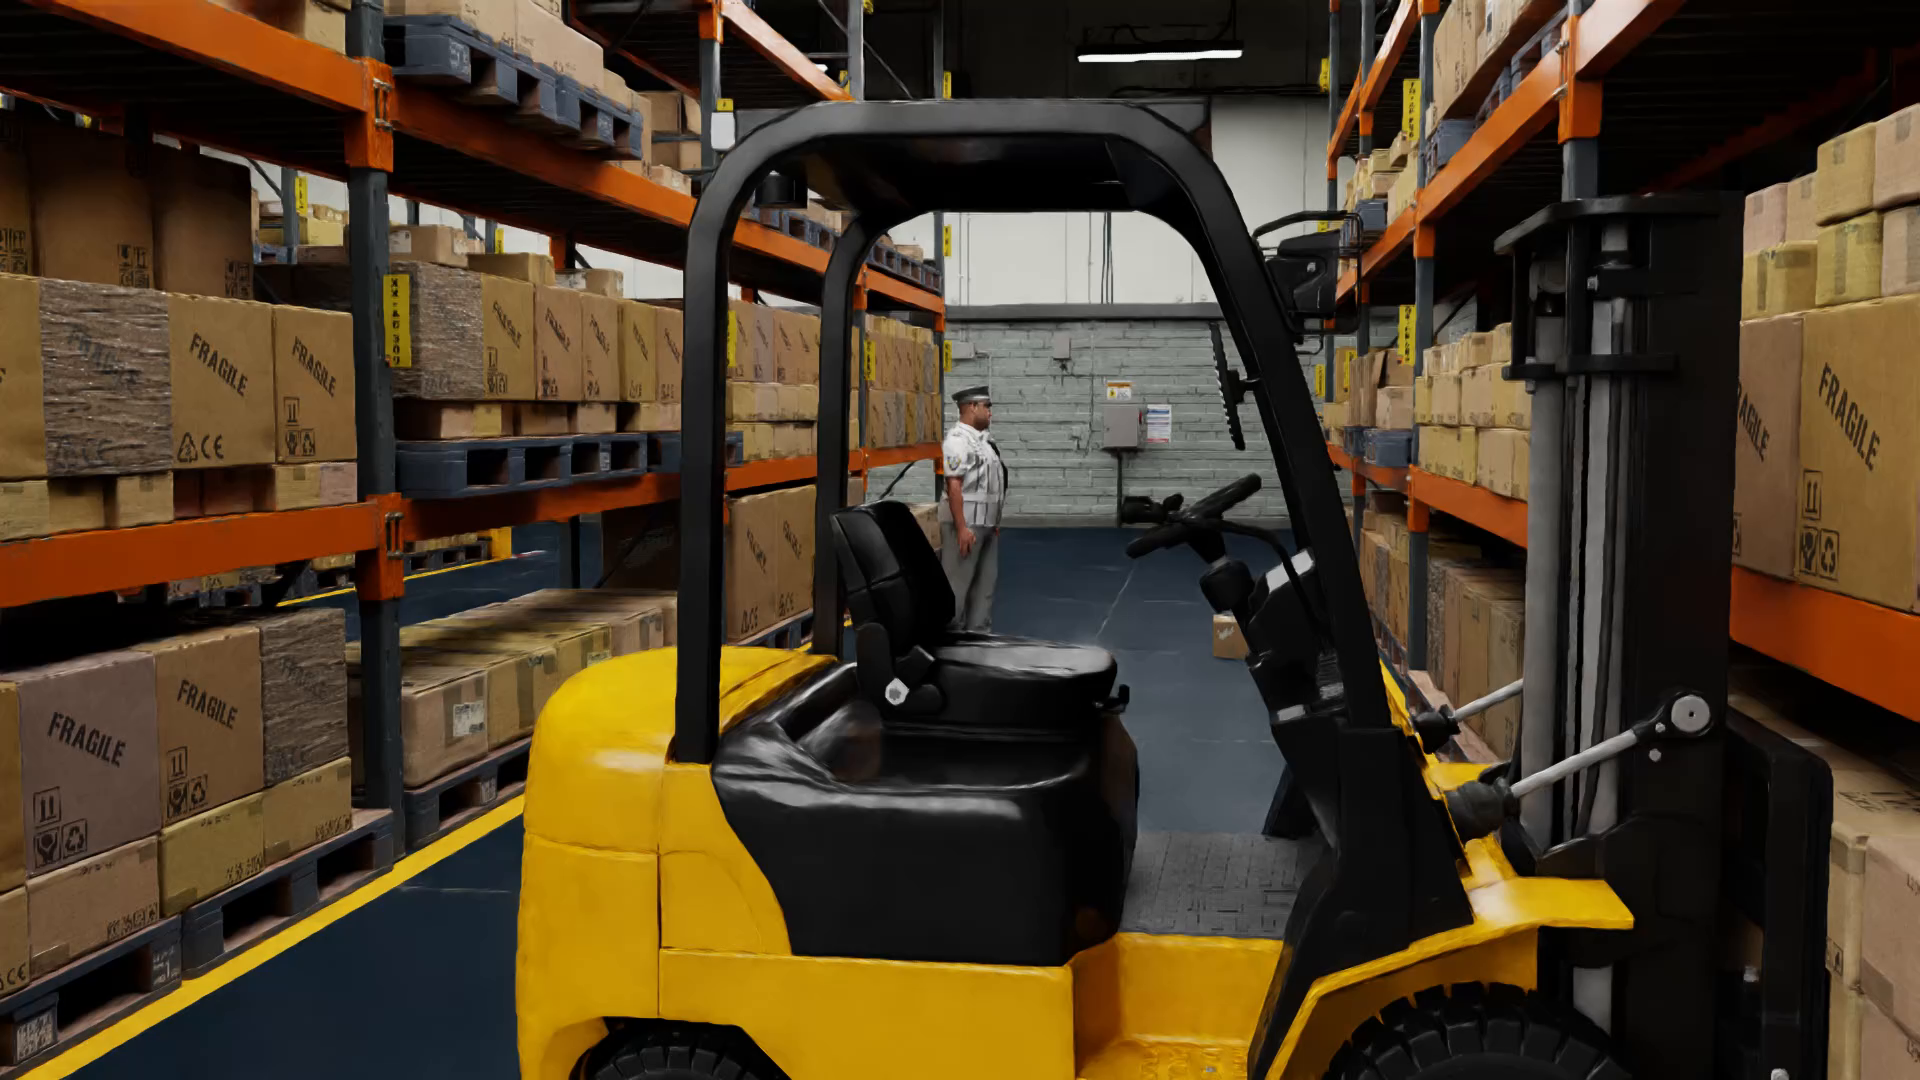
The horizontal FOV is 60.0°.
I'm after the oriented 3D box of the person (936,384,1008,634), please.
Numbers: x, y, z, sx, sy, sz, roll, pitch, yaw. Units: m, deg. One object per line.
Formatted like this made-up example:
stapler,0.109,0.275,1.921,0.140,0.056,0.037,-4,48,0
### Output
person,0.085,-0.094,10.453,0.439,1.762,0.628,2,5,22
